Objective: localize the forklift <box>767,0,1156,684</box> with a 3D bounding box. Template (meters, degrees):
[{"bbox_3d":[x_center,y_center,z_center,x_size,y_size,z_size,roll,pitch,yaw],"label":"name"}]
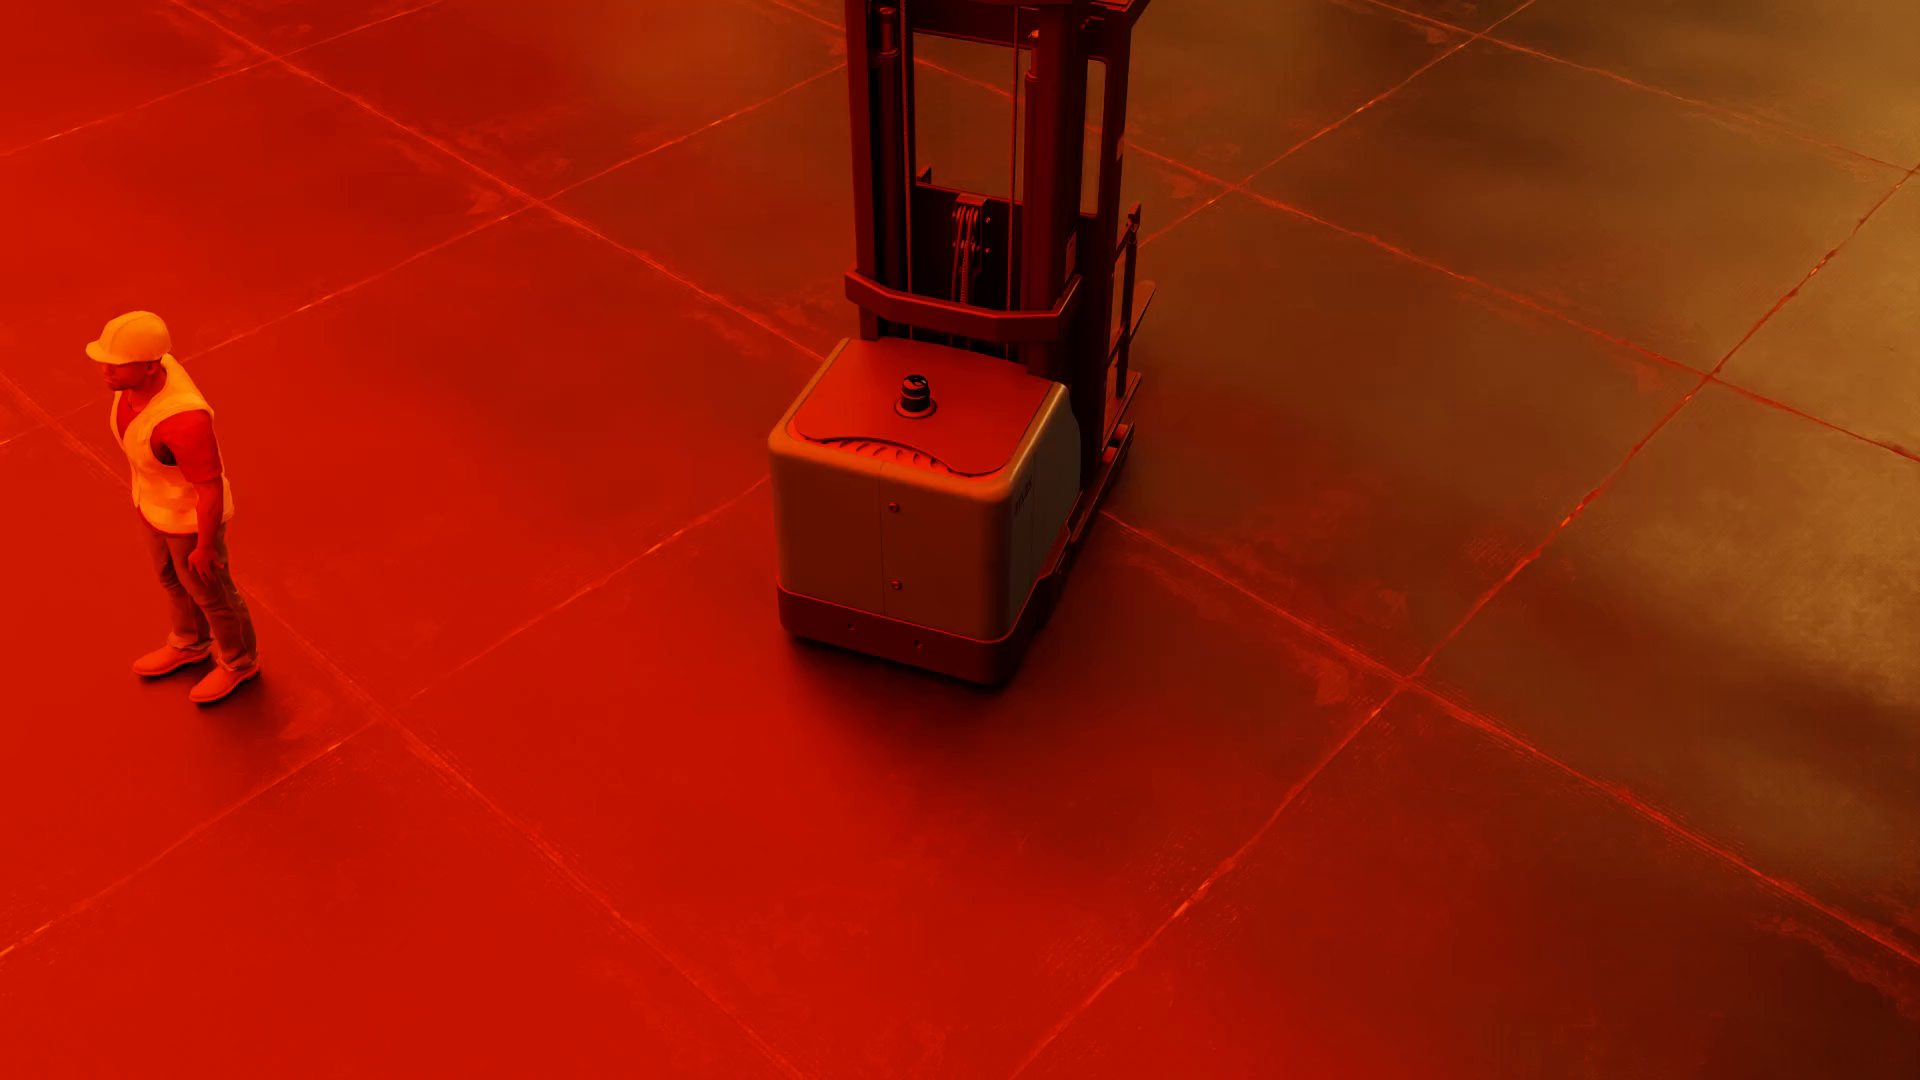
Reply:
[{"bbox_3d":[0.211,-1.484,7.158,1.130,2.935,3.031,14,42,15],"label":"forklift"}]

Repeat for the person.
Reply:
[{"bbox_3d":[-3.077,-0.090,6.417,0.575,1.767,0.666,-30,49,-30],"label":"person"}]
